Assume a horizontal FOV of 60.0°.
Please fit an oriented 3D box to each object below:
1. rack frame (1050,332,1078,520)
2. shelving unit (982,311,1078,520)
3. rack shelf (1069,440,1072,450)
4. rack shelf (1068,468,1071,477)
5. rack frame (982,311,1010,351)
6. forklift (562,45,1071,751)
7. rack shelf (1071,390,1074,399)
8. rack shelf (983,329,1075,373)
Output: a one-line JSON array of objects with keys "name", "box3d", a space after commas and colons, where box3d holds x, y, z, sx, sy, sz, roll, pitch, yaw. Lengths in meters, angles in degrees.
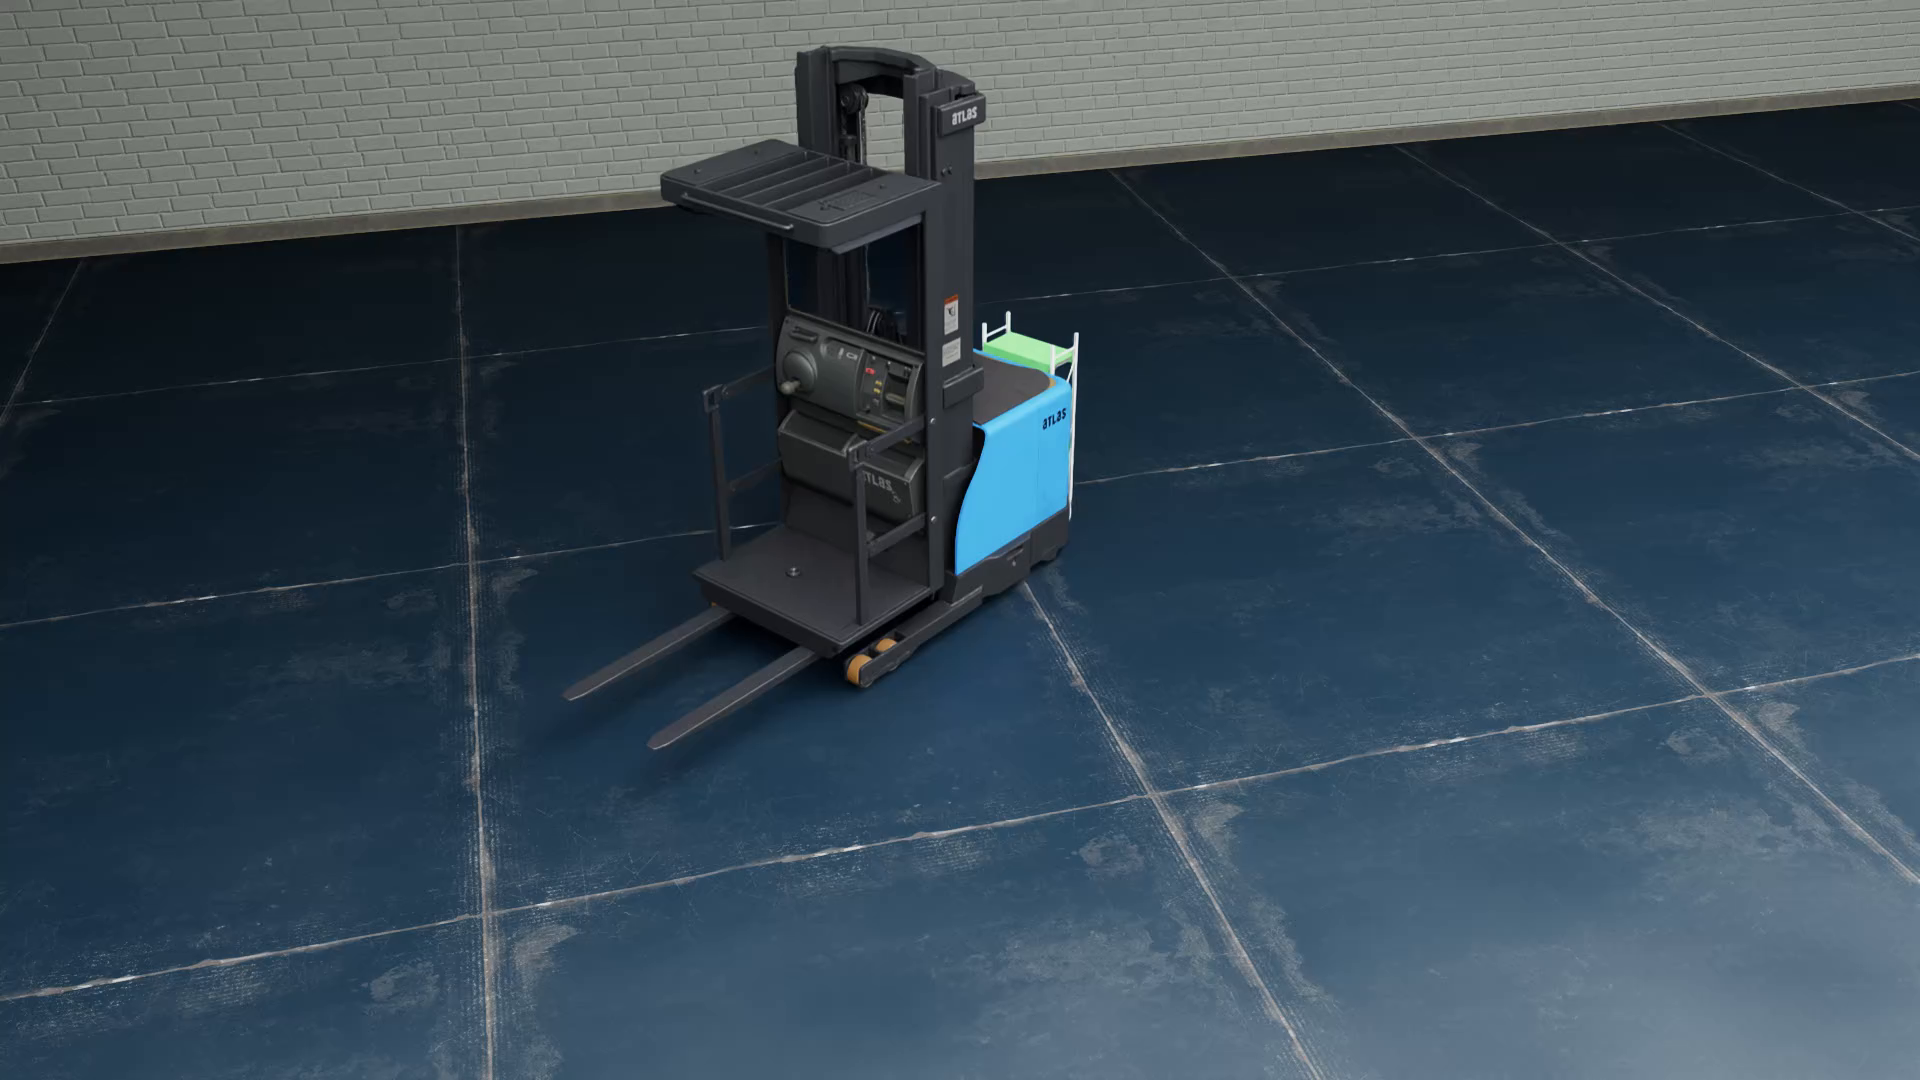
[{"name": "rack frame", "box3d": [0.584, -0.603, 9.593, 0.015, 1.200, 0.240, 22, 37, 33]}, {"name": "shelving unit", "box3d": [0.396, -0.681, 9.728, 0.503, 1.200, 0.258, 22, 37, 33]}, {"name": "rack shelf", "box3d": [0.396, -0.626, 9.760, 0.480, 0.148, 0.258, 22, 37, 33]}, {"name": "rack shelf", "box3d": [0.395, -0.418, 9.880, 0.480, 0.148, 0.258, 22, 37, 33]}, {"name": "rack frame", "box3d": [0.208, -0.759, 9.862, 0.015, 1.200, 0.240, 22, 37, 33]}, {"name": "forklift", "box3d": [-0.698, -0.801, 8.209, 1.130, 2.935, 3.031, 22, 37, 33]}, {"name": "rack shelf", "box3d": [0.396, -0.833, 9.640, 0.480, 0.148, 0.258, 22, 37, 33]}, {"name": "rack shelf", "box3d": [0.396, -1.041, 9.520, 0.480, 0.148, 0.258, 22, 37, 33]}]
